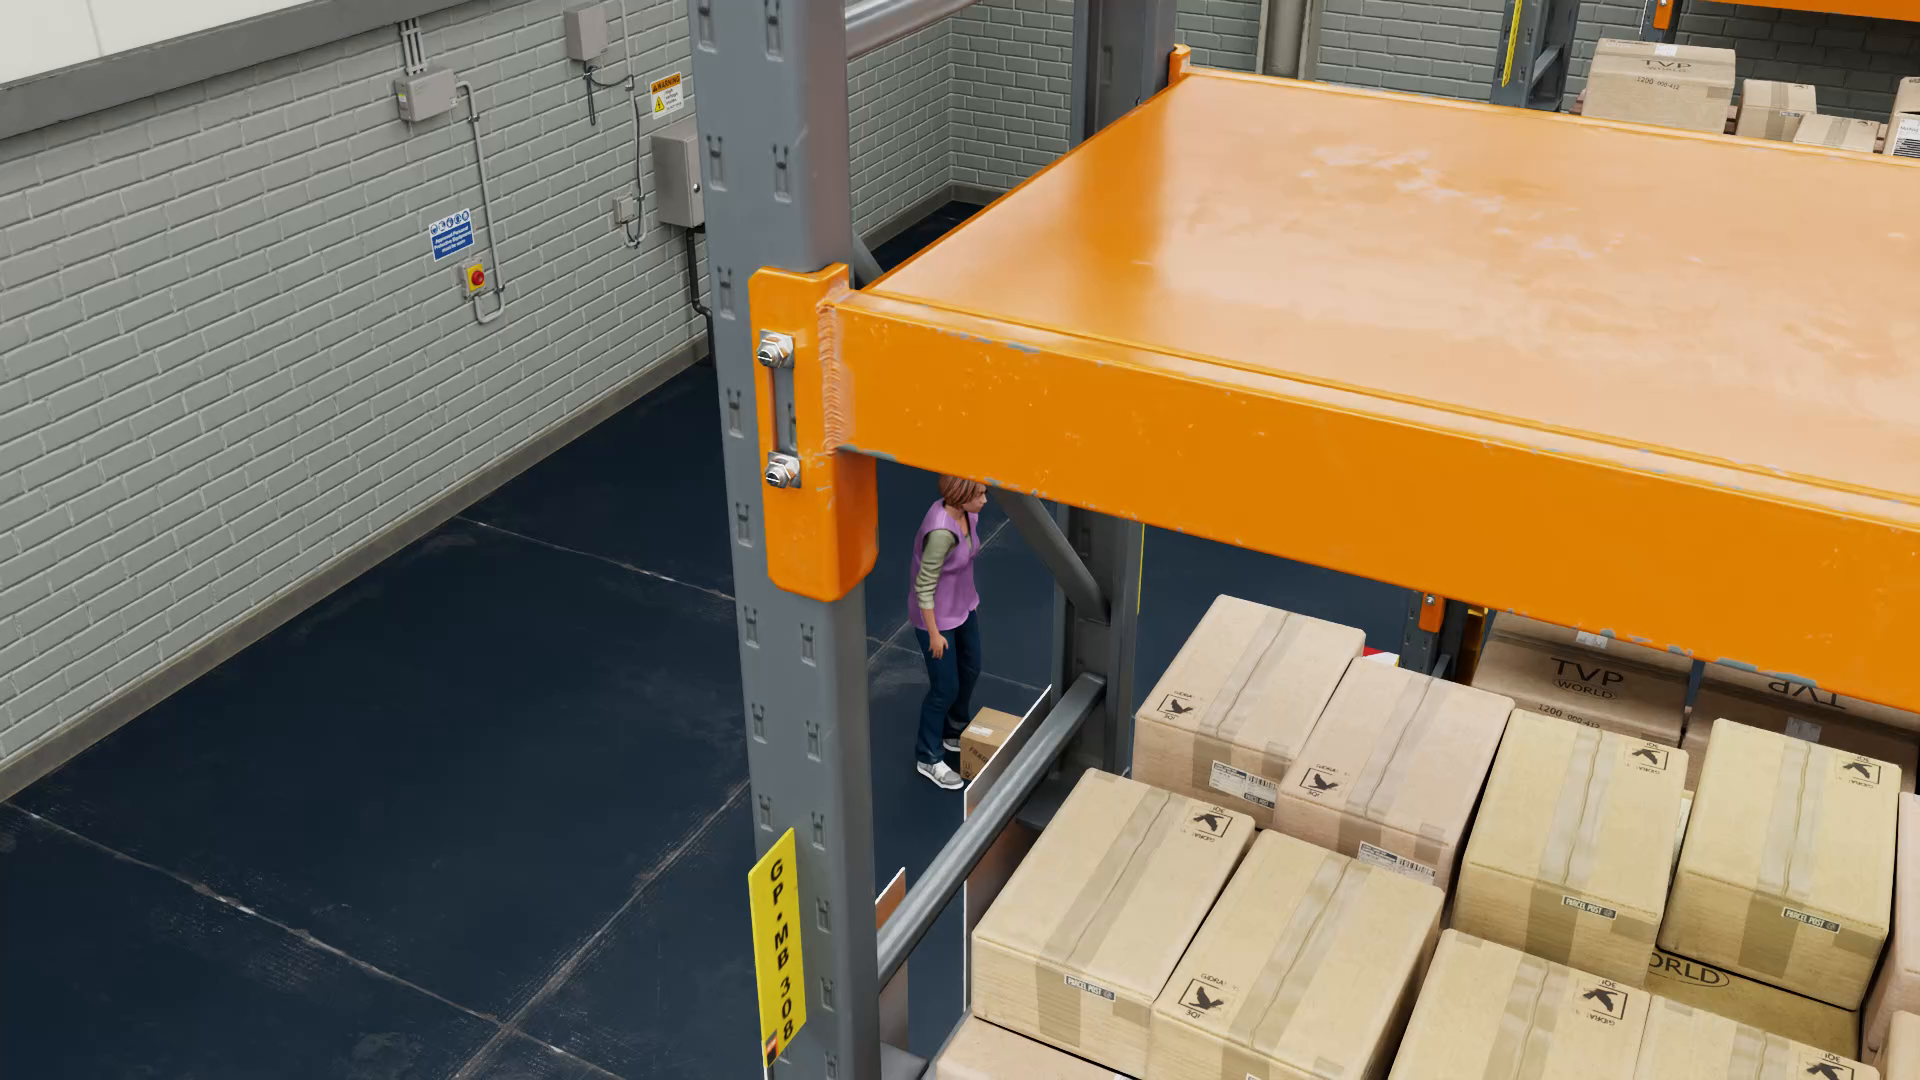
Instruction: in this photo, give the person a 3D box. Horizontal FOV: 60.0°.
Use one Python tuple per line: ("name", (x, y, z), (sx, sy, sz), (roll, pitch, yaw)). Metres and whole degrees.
("person", (-0.035, 0.355, 7.541), (0.377, 1.590, 0.474), (13, 33, 21))
